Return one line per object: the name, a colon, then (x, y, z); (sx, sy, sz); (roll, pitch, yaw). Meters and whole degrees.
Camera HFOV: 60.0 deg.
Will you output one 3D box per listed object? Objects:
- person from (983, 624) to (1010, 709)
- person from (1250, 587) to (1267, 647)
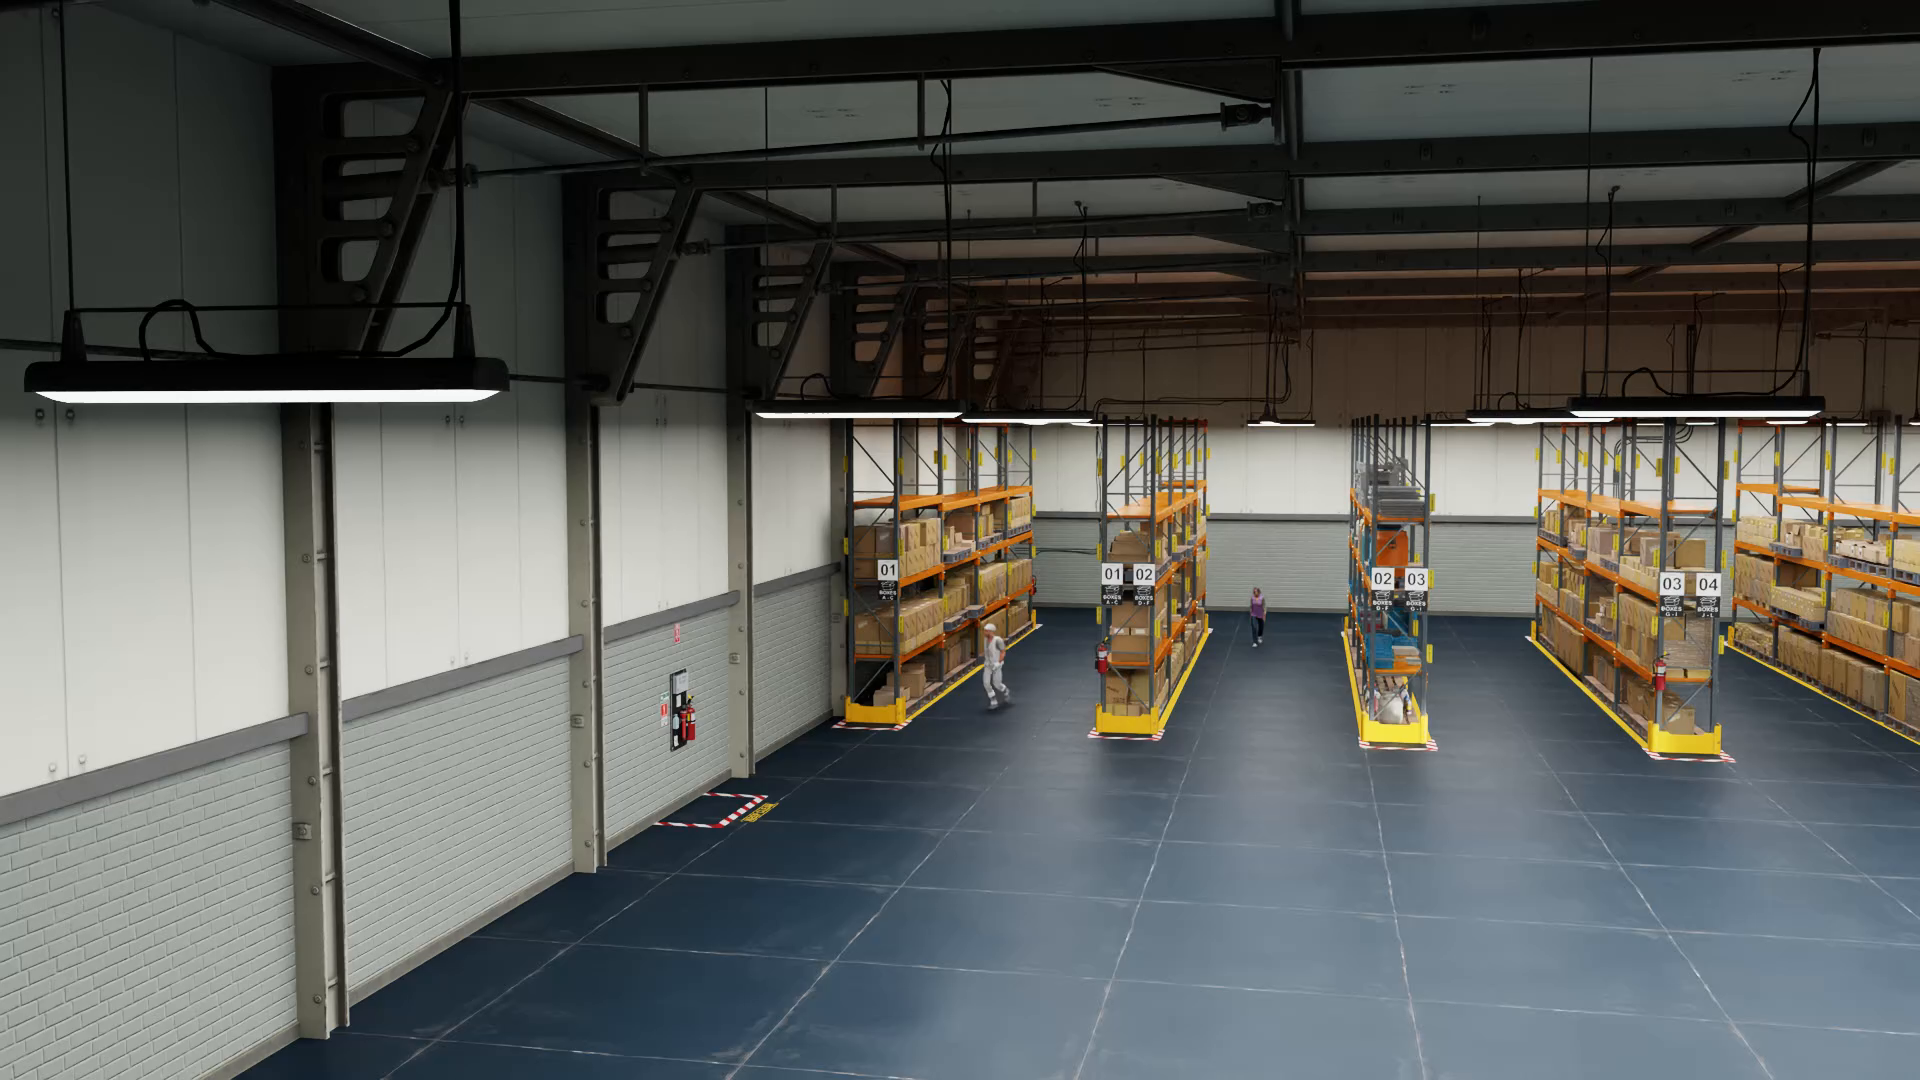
person: (0.723, 2.577, 34.180); (0.588, 1.741, 0.653); (3, 5, 37)
person: (7.863, 2.010, 43.823); (0.416, 1.563, 0.768); (1, 4, 9)
